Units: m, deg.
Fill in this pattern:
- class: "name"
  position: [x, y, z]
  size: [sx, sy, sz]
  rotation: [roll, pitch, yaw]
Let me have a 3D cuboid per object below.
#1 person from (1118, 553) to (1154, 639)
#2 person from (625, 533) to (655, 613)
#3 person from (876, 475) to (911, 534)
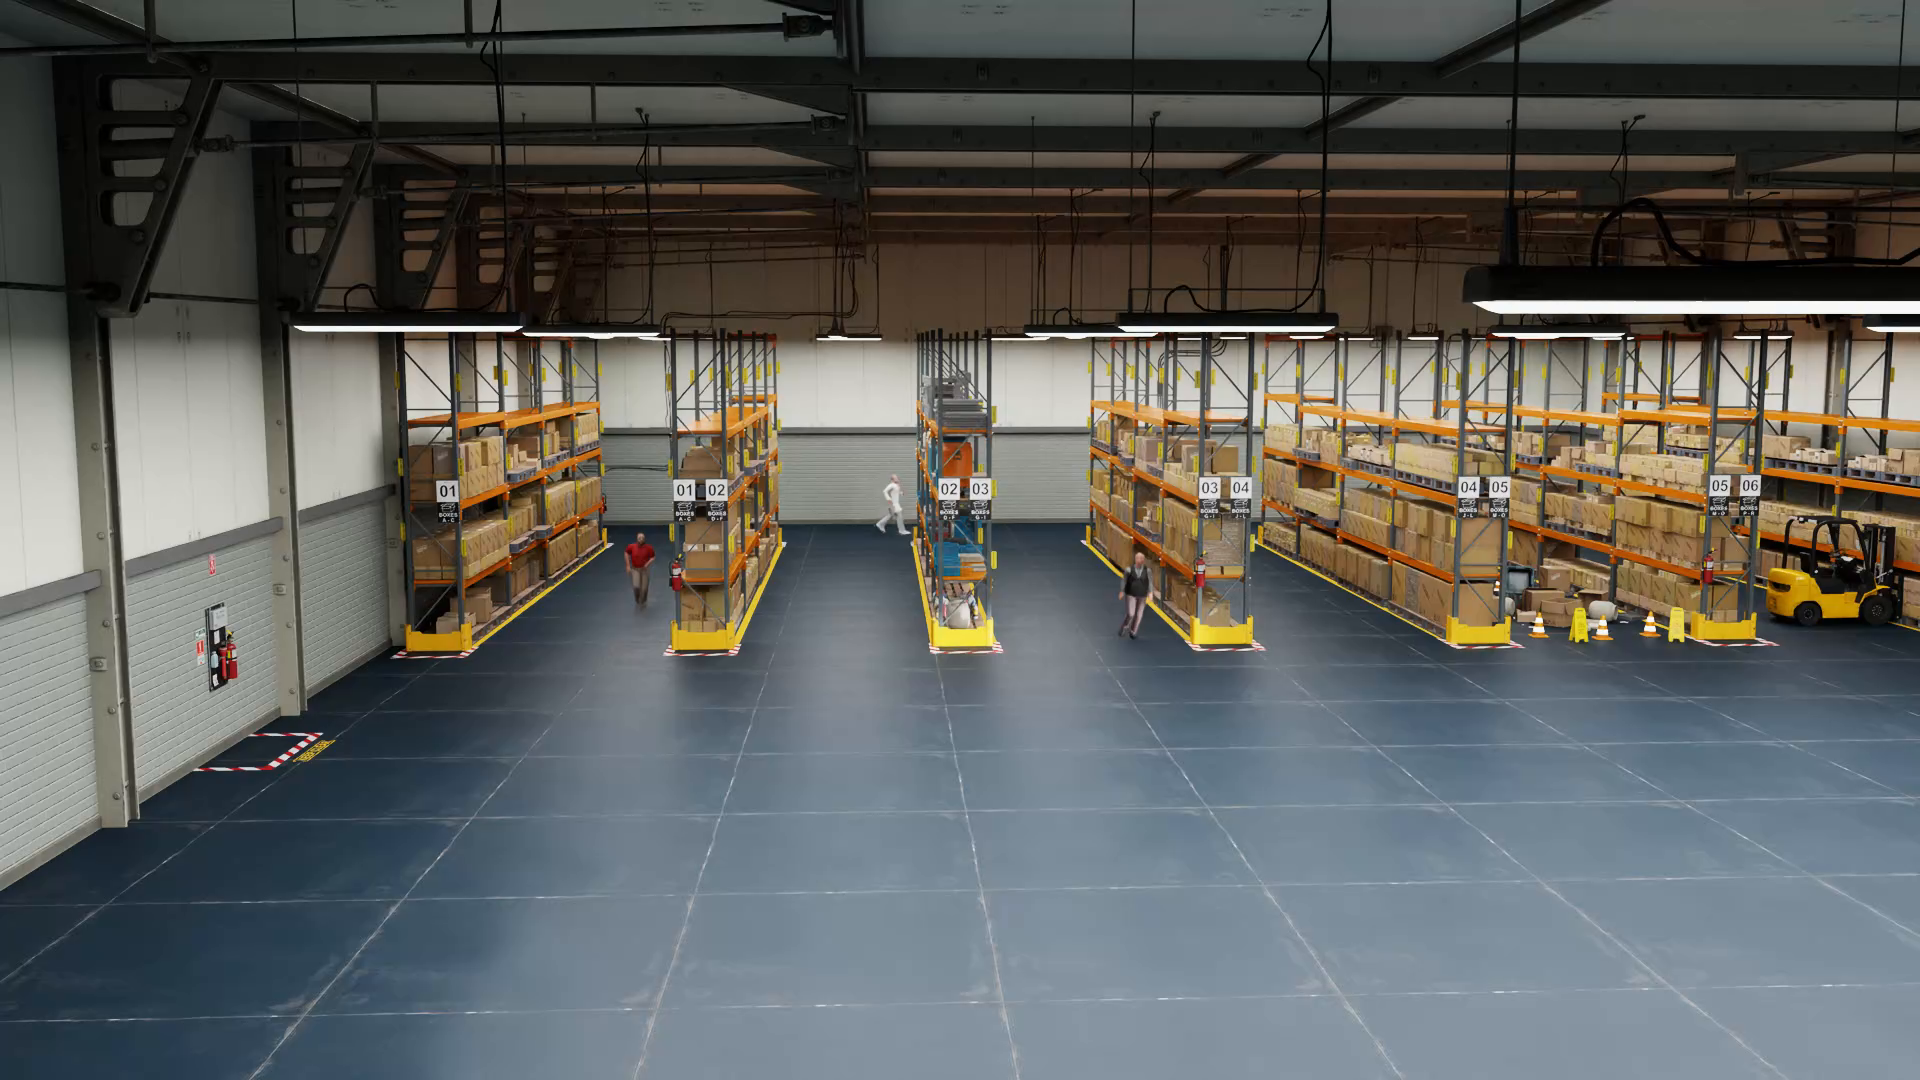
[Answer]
- class: "person"
  position: [3.399, 1.088, 32.079]
  size: [0.671, 1.684, 0.596]
  rotation: [-1, 7, -6]
- class: "person"
  position: [-6.838, 0.710, 35.590]
  size: [0.606, 1.753, 0.855]
  rotation: [-2, 7, -14]
- class: "person"
  position: [-2.003, -1.066, 49.819]
  size: [1.066, 1.768, 0.677]
  rotation: [0, 7, 3]
